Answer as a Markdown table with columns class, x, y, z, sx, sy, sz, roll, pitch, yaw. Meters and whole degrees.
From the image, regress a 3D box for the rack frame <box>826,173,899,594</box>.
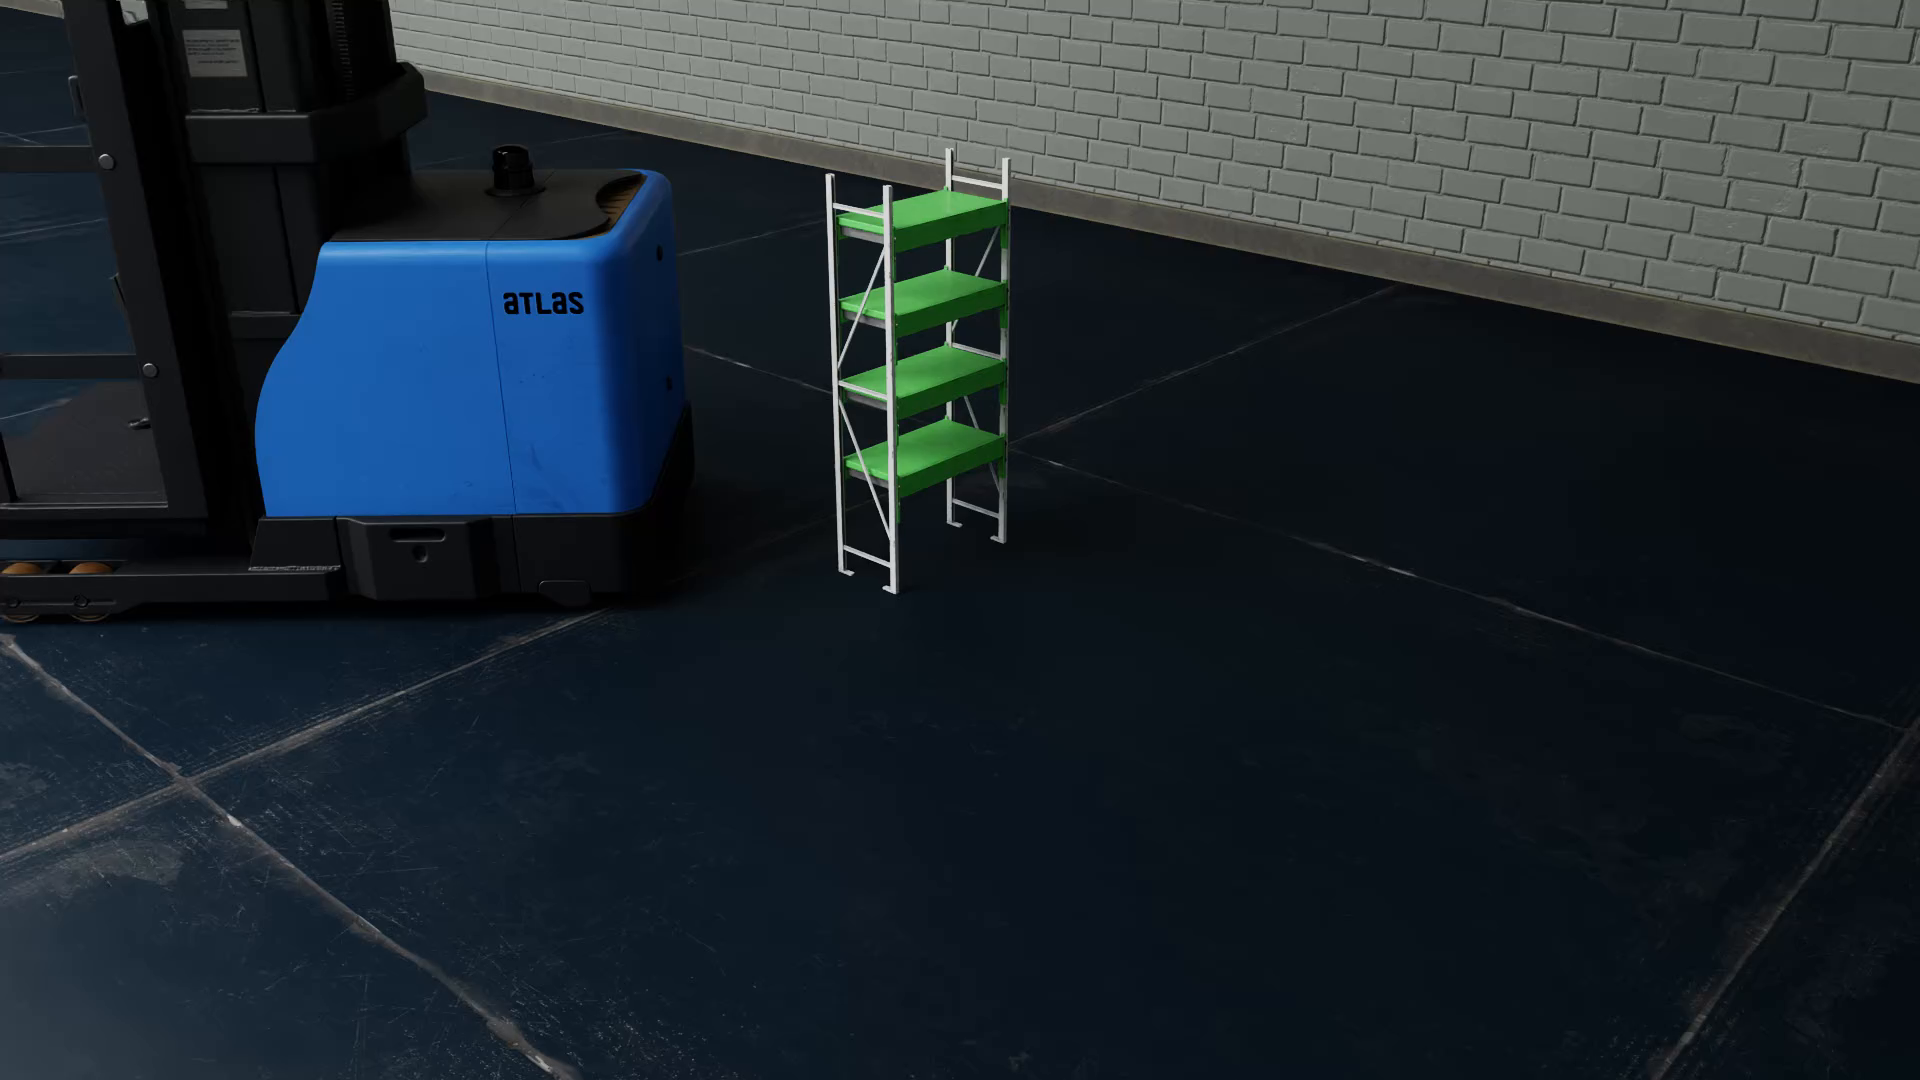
| class | x | y | z | sx | sy | sz | roll | pitch | yaw |
| --- | --- | --- | --- | --- | --- | --- | --- | --- | --- |
| rack frame | -0.273 | -0.423 | 4.726 | 0.240 | 1.200 | 0.015 | 20 | 31 | 38 |

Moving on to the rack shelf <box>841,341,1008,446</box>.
| class | x | y | z | sx | sy | sz | roll | pitch | yaw |
| --- | --- | --- | --- | --- | --- | --- | --- | --- | --- |
| rack shelf | -0.110 | -0.439 | 4.918 | 0.258 | 0.148 | 0.480 | 20 | 31 | 38 |

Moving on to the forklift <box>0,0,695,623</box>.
| class | x | y | z | sx | sy | sz | roll | pitch | yaw |
| --- | --- | --- | --- | --- | --- | --- | --- | --- | --- |
| forklift | -2.397 | -1.322 | 4.616 | 3.031 | 2.935 | 1.130 | -1 | 24 | -1 |

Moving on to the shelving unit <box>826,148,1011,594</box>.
| class | x | y | z | sx | sy | sz | roll | pitch | yaw |
| --- | --- | --- | --- | --- | --- | --- | --- | --- | --- |
| shelving unit | -0.110 | -0.497 | 4.892 | 0.258 | 1.200 | 0.503 | 20 | 31 | 38 |

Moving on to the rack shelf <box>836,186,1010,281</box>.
| class | x | y | z | sx | sy | sz | roll | pitch | yaw |
| --- | --- | --- | --- | --- | --- | --- | --- | --- | --- |
| rack shelf | -0.110 | -0.877 | 4.722 | 0.258 | 0.148 | 0.480 | 20 | 31 | 38 |

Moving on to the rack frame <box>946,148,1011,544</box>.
| class | x | y | z | sx | sy | sz | roll | pitch | yaw |
| --- | --- | --- | --- | --- | --- | --- | --- | --- | --- |
| rack frame | 0.052 | -0.571 | 5.058 | 0.240 | 1.200 | 0.015 | 20 | 31 | 38 |

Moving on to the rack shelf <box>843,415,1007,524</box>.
| class | x | y | z | sx | sy | sz | roll | pitch | yaw |
| --- | --- | --- | --- | --- | --- | --- | --- | --- | --- |
| rack shelf | -0.110 | -0.220 | 5.016 | 0.258 | 0.148 | 0.480 | 20 | 31 | 38 |

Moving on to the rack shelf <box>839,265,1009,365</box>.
| class | x | y | z | sx | sy | sz | roll | pitch | yaw |
| --- | --- | --- | --- | --- | --- | --- | --- | --- | --- |
| rack shelf | -0.110 | -0.658 | 4.820 | 0.258 | 0.148 | 0.480 | 20 | 31 | 38 |
